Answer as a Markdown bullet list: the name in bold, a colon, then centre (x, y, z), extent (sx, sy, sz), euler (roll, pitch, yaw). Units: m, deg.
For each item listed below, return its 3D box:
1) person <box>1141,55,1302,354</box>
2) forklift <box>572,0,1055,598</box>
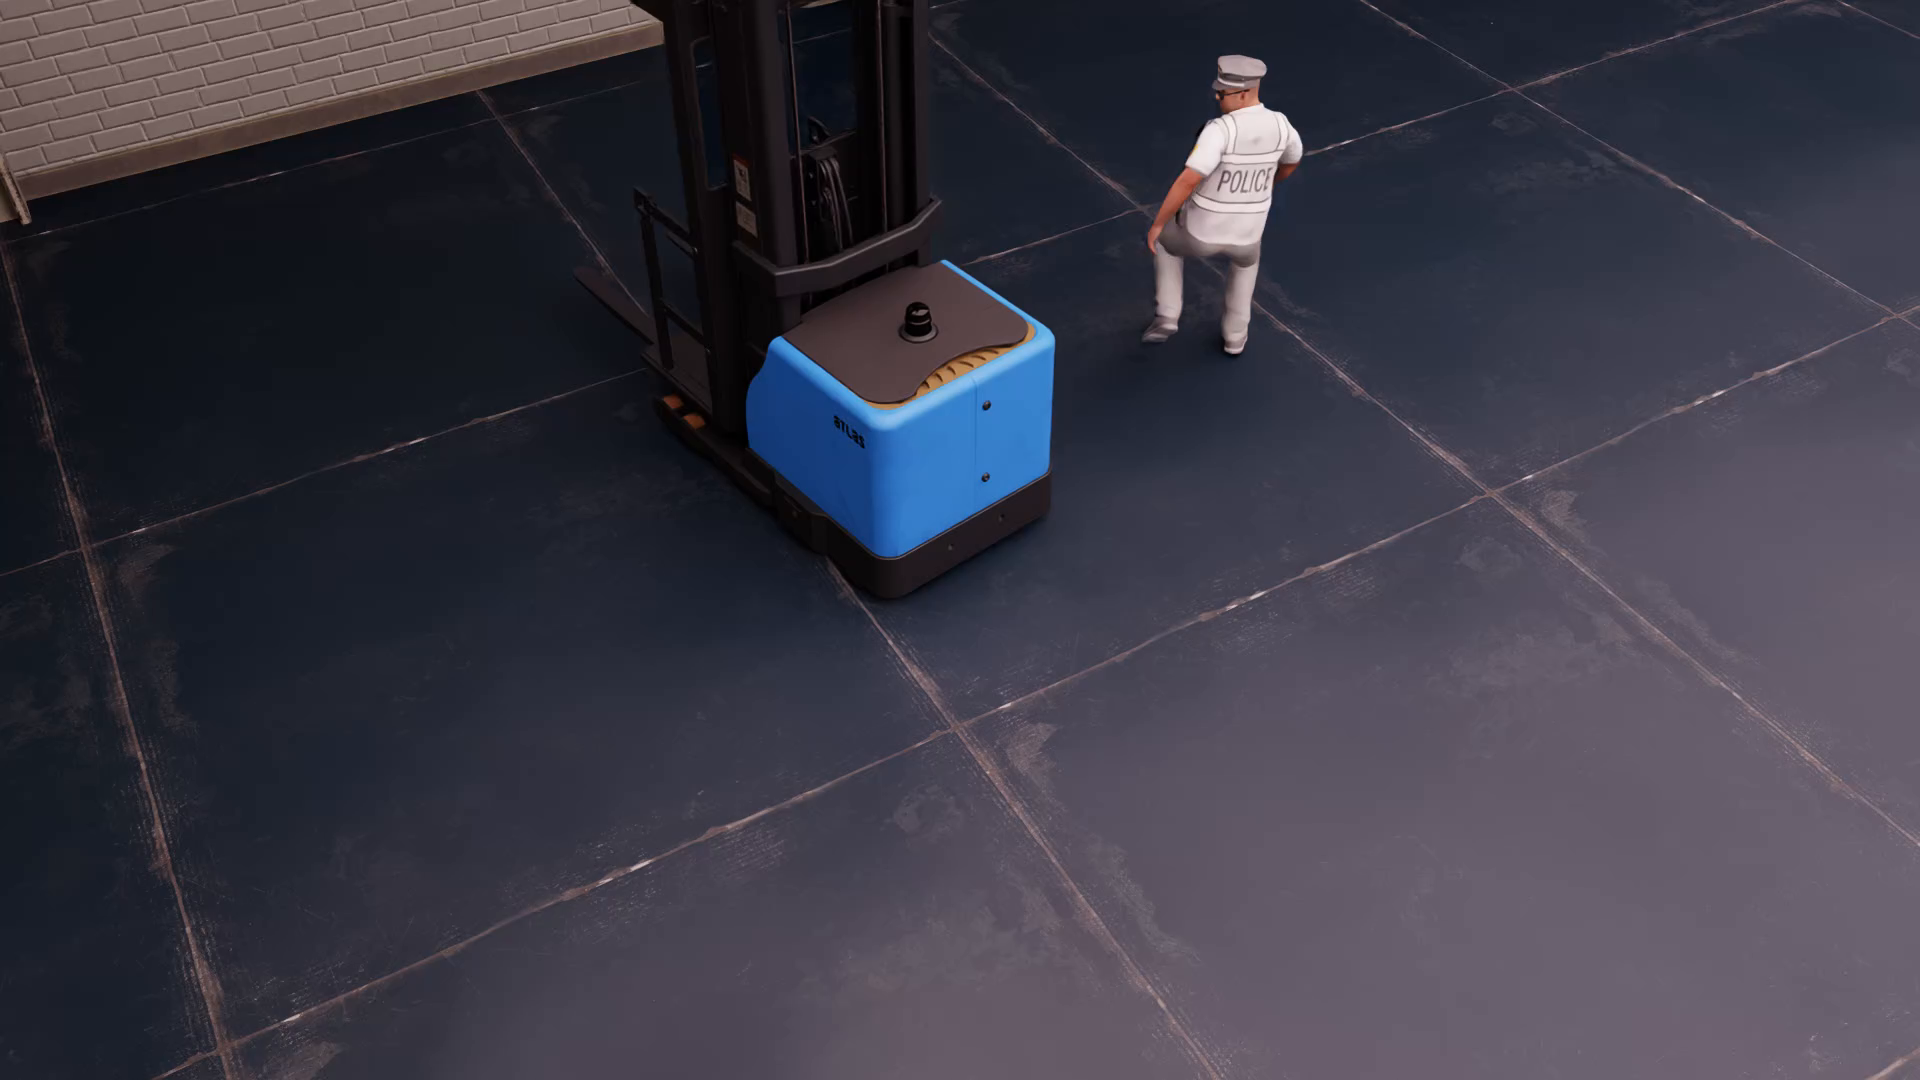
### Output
- **person**: centre (1.307, -1.671, 8.462), extent (0.822, 1.656, 0.609), euler (-5, 43, -5)
- **forklift**: centre (-0.899, -1.747, 7.582), extent (1.130, 2.935, 3.031), euler (-30, 50, -28)
